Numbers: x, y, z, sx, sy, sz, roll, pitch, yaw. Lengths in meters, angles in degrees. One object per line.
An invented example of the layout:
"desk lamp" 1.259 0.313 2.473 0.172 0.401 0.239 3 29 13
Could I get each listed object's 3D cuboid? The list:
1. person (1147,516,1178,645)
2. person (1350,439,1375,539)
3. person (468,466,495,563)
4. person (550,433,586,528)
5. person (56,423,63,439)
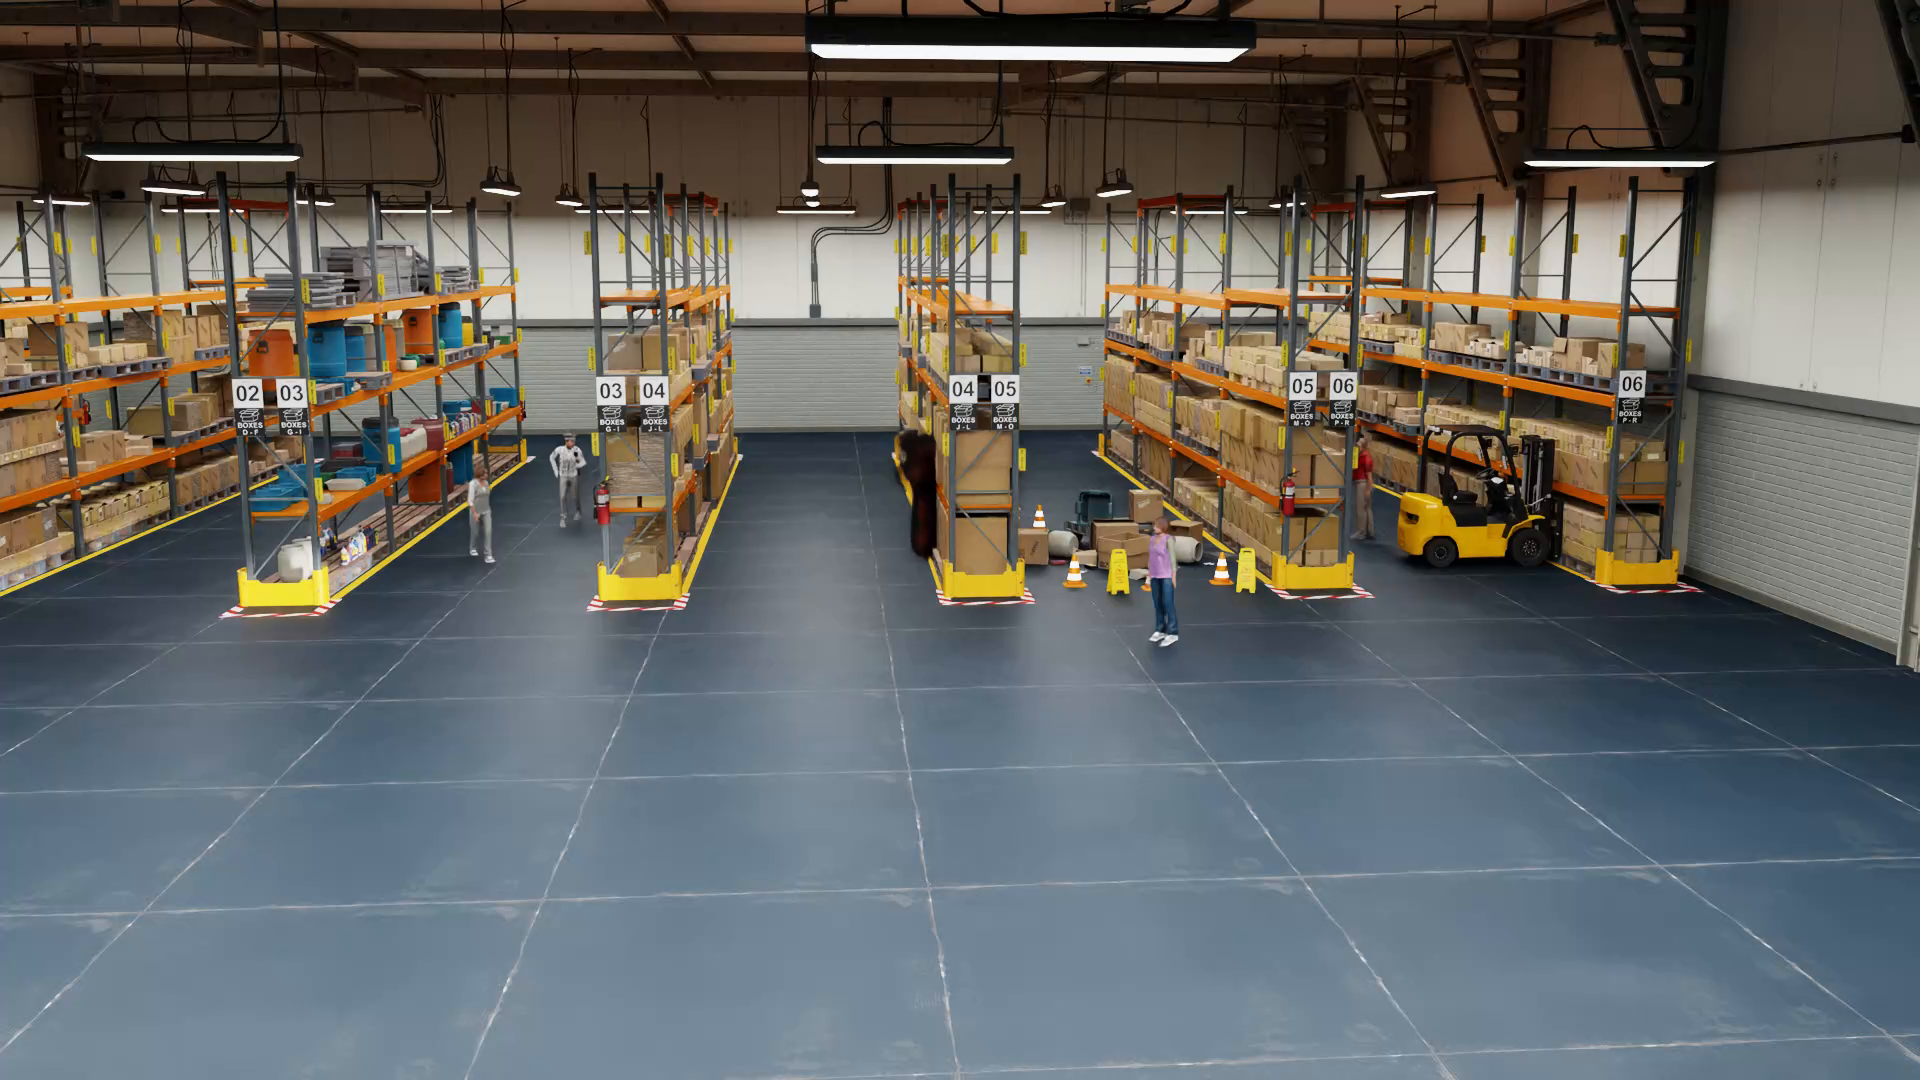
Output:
"person" 2.577 0.503 21.253 0.383 1.607 0.524 -8 13 -40
"person" 6.982 -0.886 28.788 0.439 1.732 0.557 5 11 25
"person" -7.704 -0.424 26.641 0.377 1.549 0.908 -5 11 -27
"person" -7.119 -1.101 30.217 0.645 1.703 0.804 0 10 0
"person" -19.018 -1.899 34.555 0.613 1.623 1.028 -1 10 -4
